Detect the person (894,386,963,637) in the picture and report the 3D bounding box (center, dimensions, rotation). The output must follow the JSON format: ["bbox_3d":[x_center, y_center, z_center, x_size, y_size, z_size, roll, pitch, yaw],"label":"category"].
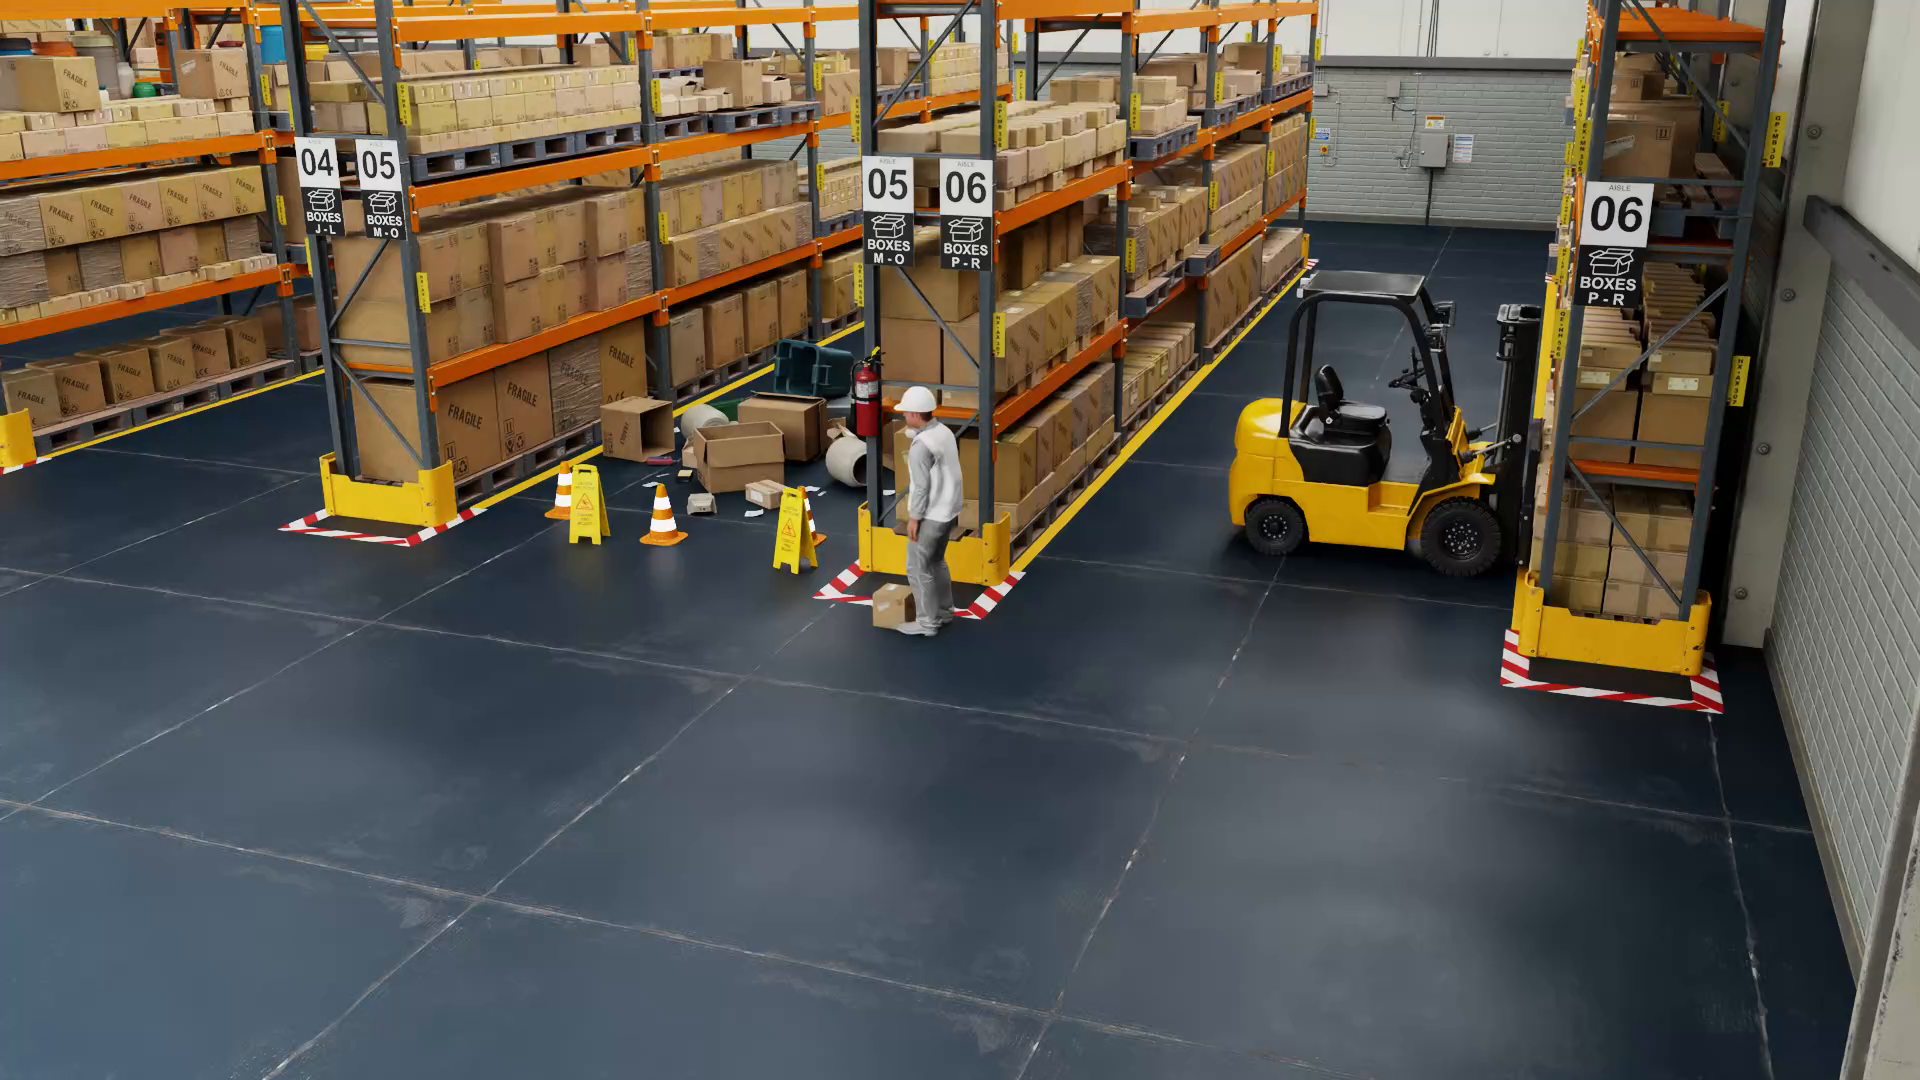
[{"bbox_3d":[-0.219,-0.207,11.639,0.466,1.769,0.579,7,20,21],"label":"person"}]
